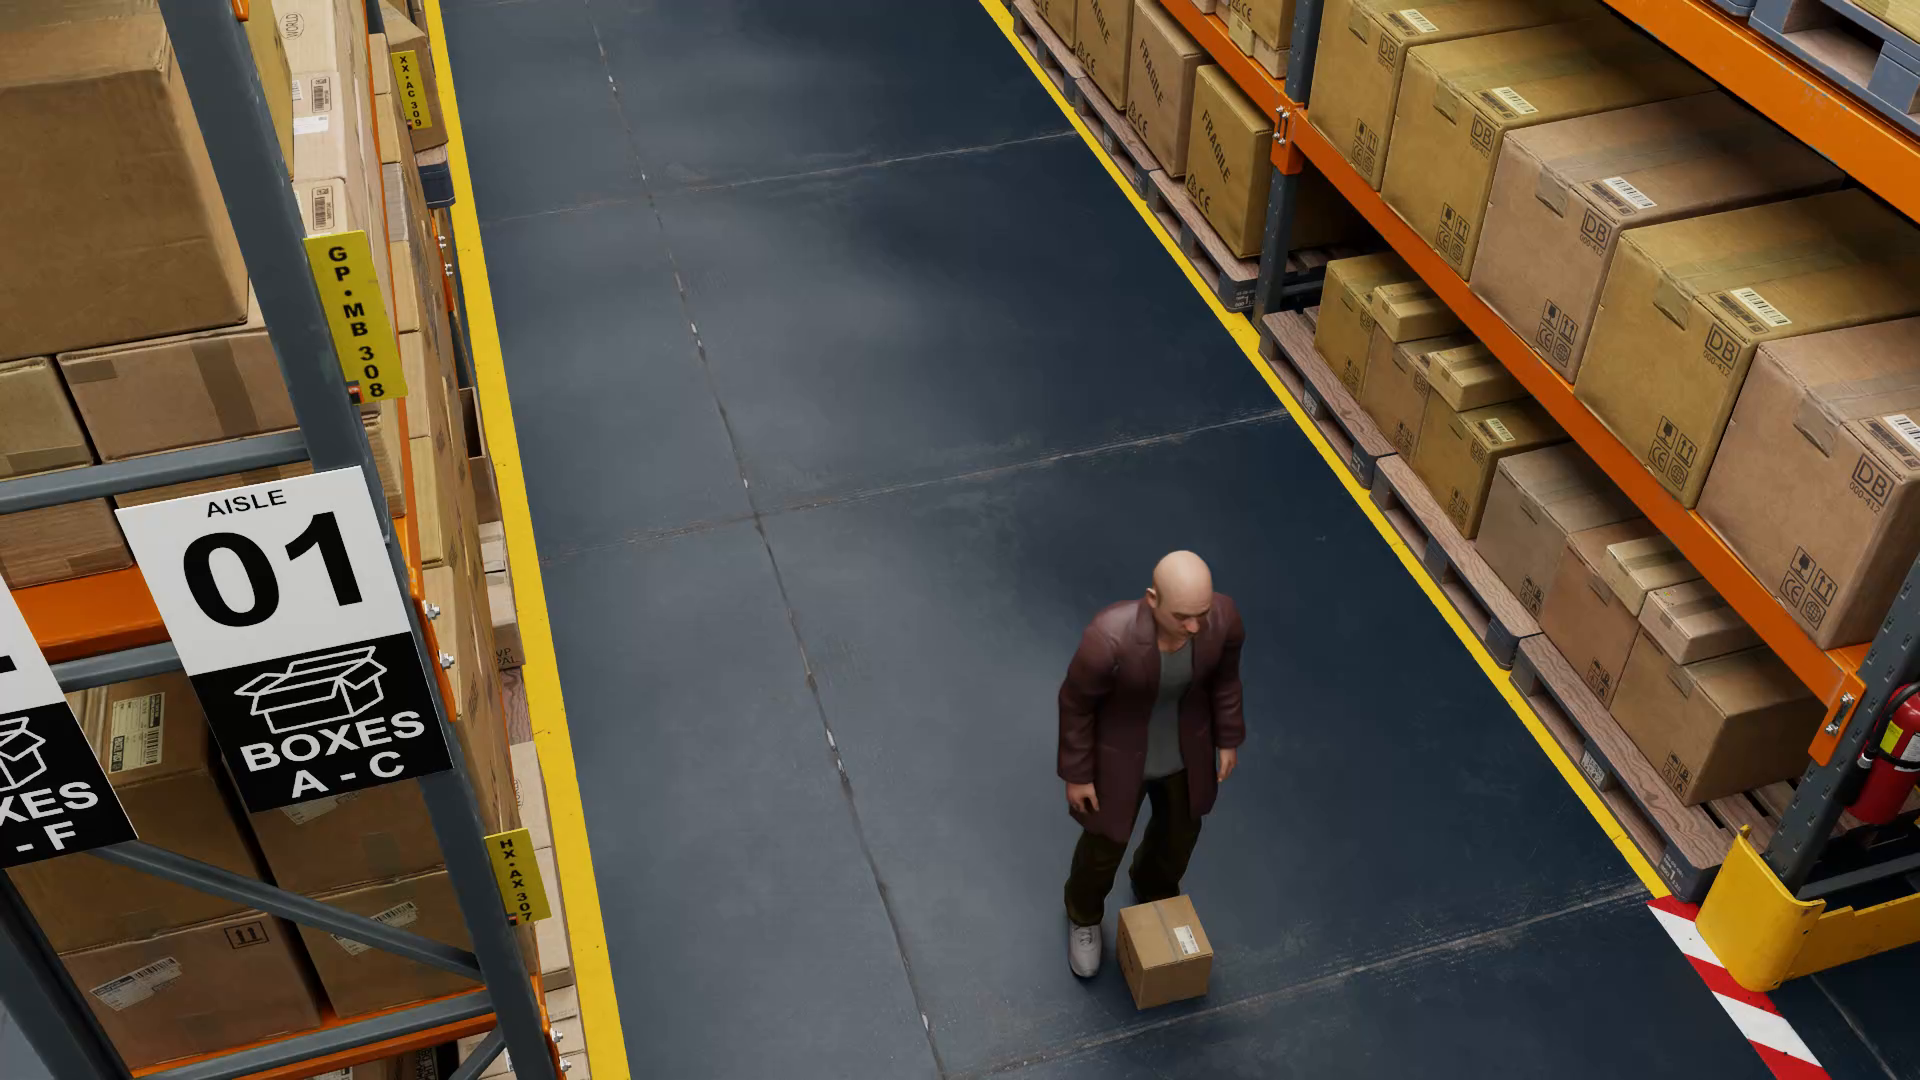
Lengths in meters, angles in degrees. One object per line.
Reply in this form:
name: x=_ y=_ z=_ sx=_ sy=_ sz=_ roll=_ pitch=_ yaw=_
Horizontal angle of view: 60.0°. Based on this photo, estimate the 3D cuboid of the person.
person: x=0.616 y=0.696 z=5.389 sx=0.644 sy=1.774 sz=0.424 roll=-11 pitch=43 yaw=-13
